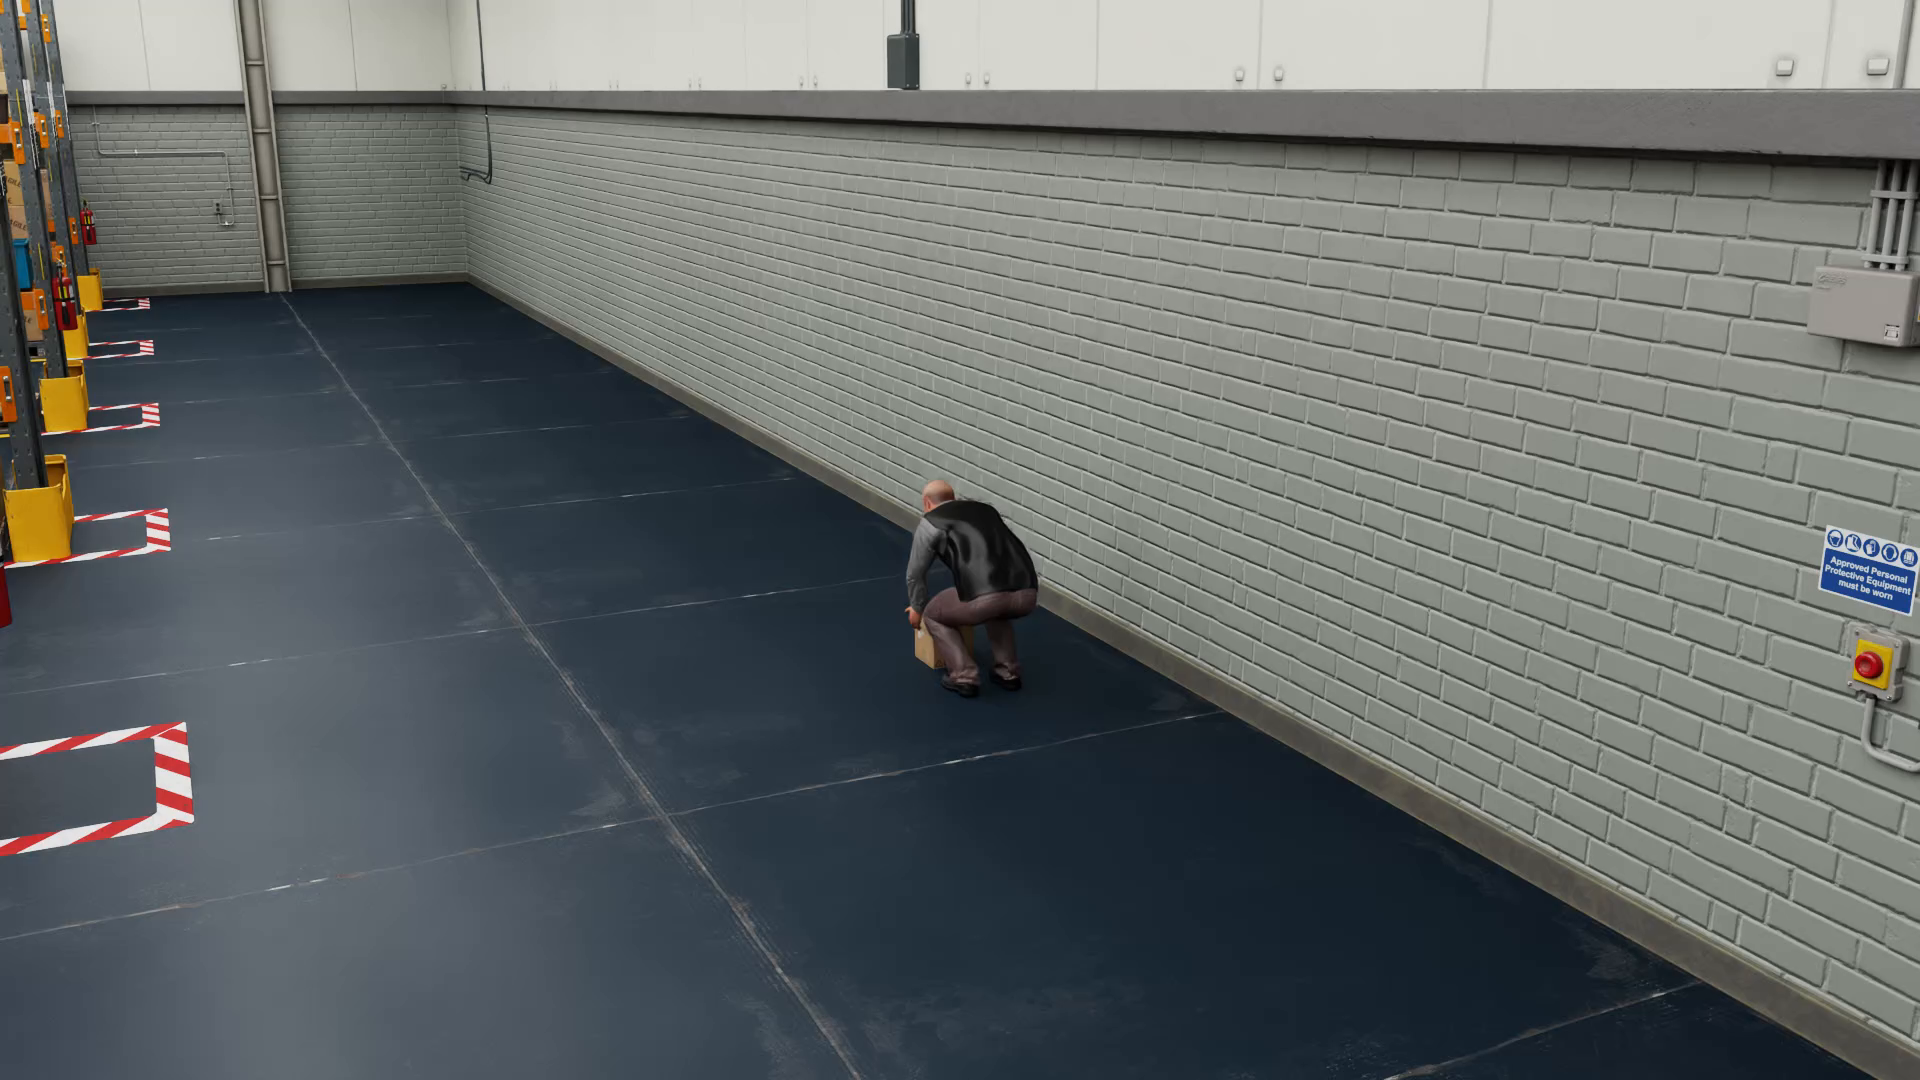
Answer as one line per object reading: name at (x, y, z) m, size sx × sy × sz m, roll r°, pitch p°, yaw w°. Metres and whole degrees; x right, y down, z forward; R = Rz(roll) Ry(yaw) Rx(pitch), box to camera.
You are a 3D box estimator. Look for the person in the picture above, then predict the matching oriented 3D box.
person at (0.044, 0.261, 8.879) m, size 0.555 × 1.058 × 0.843 m, roll -7°, pitch 17°, yaw -25°
